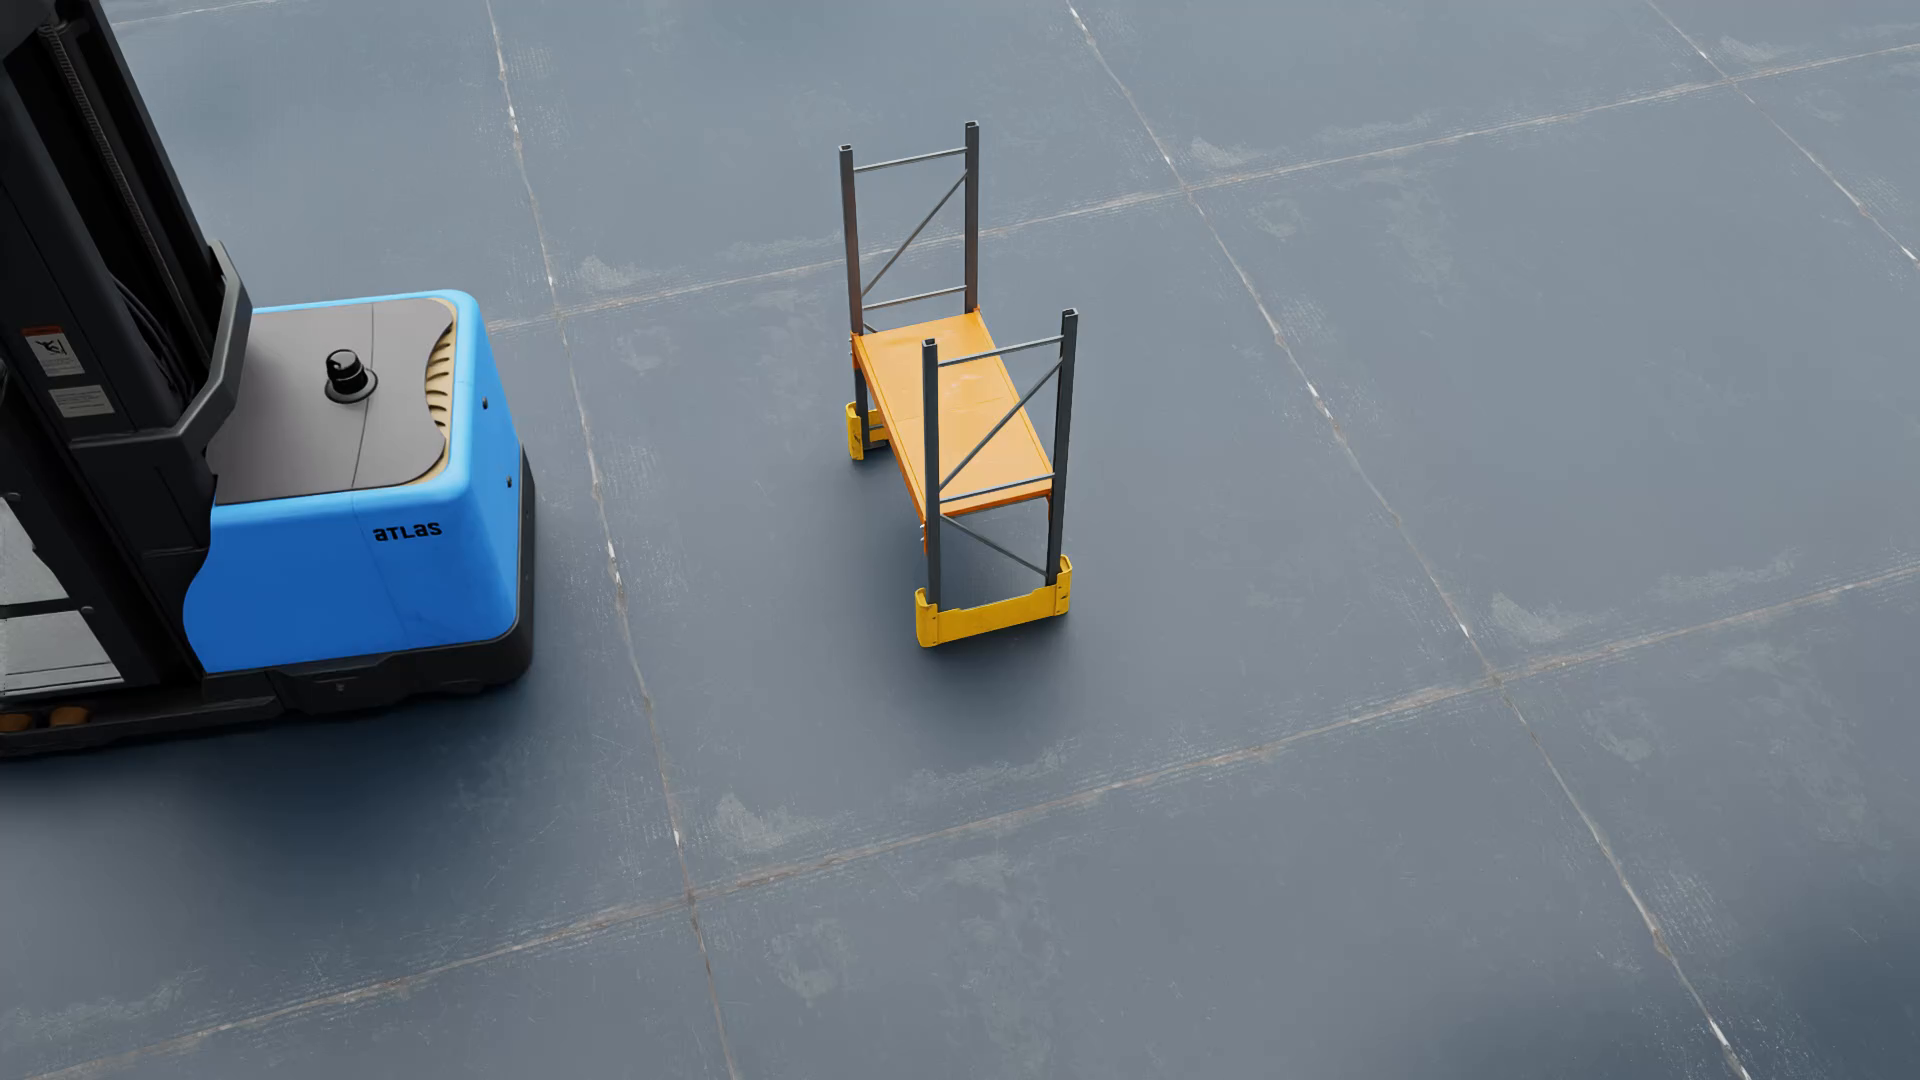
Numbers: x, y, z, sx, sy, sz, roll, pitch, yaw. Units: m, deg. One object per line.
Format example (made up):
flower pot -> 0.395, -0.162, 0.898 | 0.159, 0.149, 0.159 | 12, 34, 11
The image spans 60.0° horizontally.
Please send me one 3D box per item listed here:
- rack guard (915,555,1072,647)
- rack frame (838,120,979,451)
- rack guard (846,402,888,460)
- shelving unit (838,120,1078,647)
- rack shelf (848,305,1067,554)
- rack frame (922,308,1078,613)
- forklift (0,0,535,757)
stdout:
rack guard -> 0.125, 0.227, 6.184 | 0.587, 0.250, 0.087 | -13, 51, -11
rack frame -> -0.176, -0.917, 6.332 | 0.500, 1.500, 0.032 | -13, 51, -11
rack guard -> -0.170, -0.500, 6.798 | 0.587, 0.250, 0.087 | -13, 51, -11
shelving unit -> -0.023, -0.539, 6.013 | 0.587, 1.500, 1.083 | -13, 51, -11
rack shelf -> -0.025, -0.430, 6.156 | 0.538, 0.185, 1.000 | -13, 51, -11
rack frame -> 0.125, -0.174, 5.706 | 0.500, 1.500, 0.032 | -13, 51, -11
forklift -> -3.126, -0.616, 5.142 | 3.031, 2.935, 1.130 | -7, 50, -6
